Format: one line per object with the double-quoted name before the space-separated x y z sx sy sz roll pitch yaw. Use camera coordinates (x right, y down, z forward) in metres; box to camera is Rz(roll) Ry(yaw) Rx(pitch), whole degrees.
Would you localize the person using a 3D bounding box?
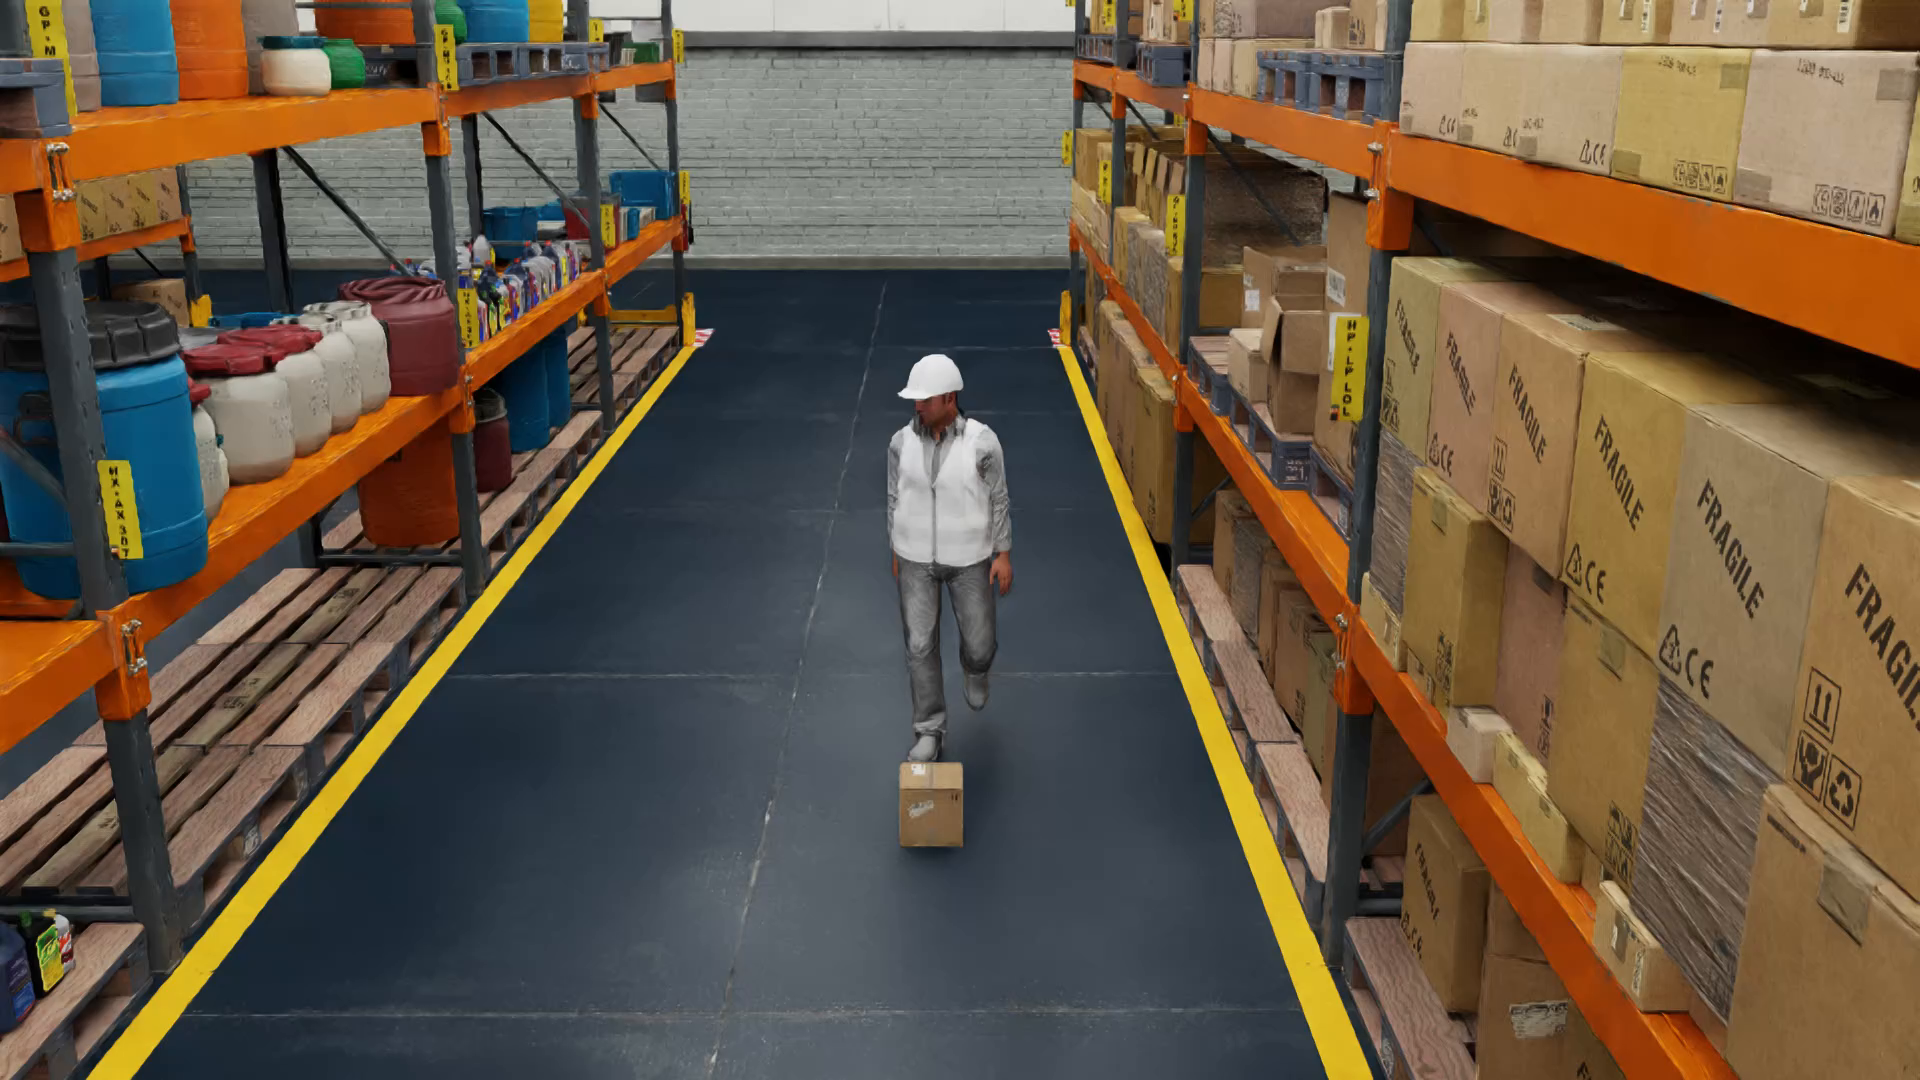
"person" -0.049 0.056 7.284 0.567 1.762 0.758 3 17 10
